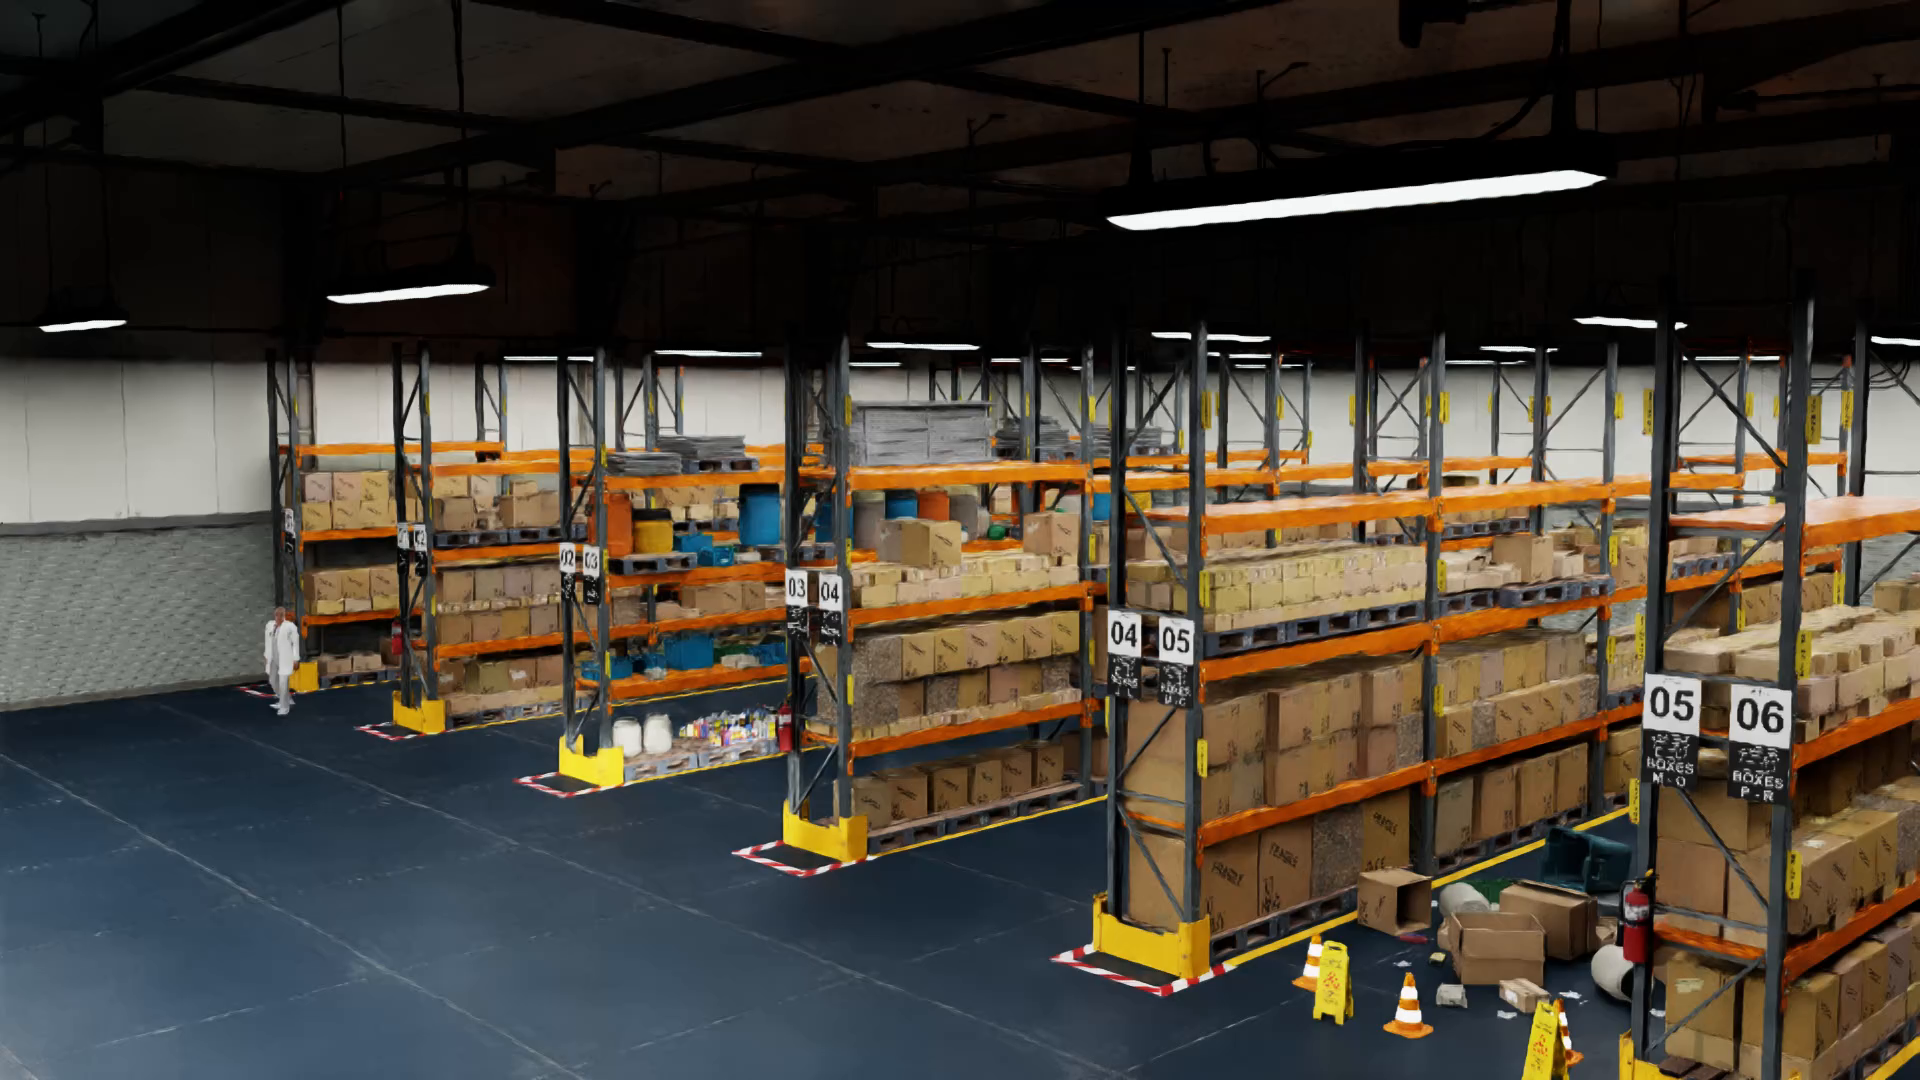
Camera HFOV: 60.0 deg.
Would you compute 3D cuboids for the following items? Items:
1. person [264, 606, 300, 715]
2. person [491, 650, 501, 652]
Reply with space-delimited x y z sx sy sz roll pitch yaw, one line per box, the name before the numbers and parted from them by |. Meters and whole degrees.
person | -11.044 1.938 27.155 0.615 1.766 0.620 1 5 11
person | -8.505 1.714 30.531 0.625 1.607 0.808 3 6 28
